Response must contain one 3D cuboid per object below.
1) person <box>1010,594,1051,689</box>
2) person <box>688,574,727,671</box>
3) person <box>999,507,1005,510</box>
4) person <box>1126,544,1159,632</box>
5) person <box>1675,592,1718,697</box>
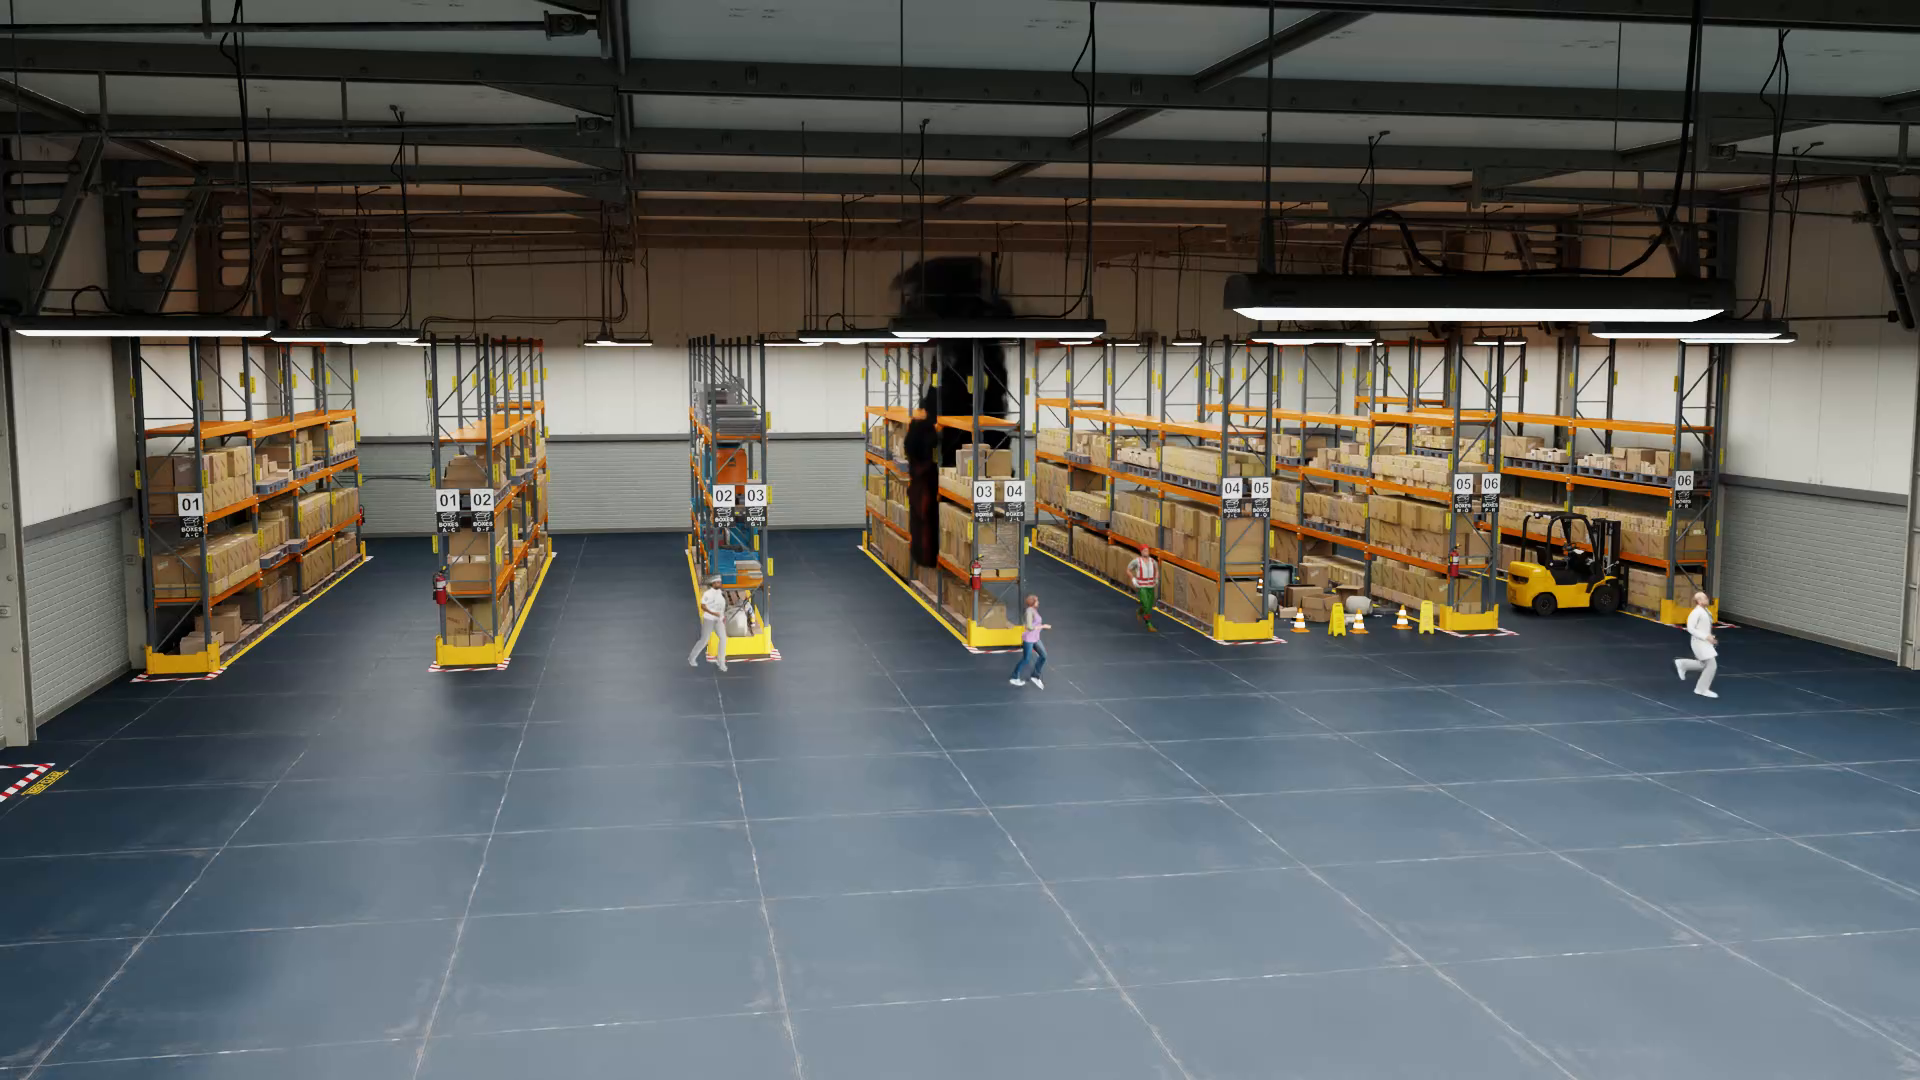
[{"bbox_3d":[1.208,1.719,28.098,0.734,1.623,0.482,2,7,20],"label":"person"},{"bbox_3d":[-4.435,1.471,29.940,0.833,1.707,0.670,5,8,36],"label":"person"},{"bbox_3d":[1.154,-0.711,49.404,0.710,1.591,0.731,-2,7,-21],"label":"person"},{"bbox_3d":[3.758,0.958,33.860,0.676,1.765,0.935,-3,7,-21],"label":"person"},{"bbox_3d":[12.279,1.722,27.680,0.711,1.725,0.722,5,8,35],"label":"person"}]
